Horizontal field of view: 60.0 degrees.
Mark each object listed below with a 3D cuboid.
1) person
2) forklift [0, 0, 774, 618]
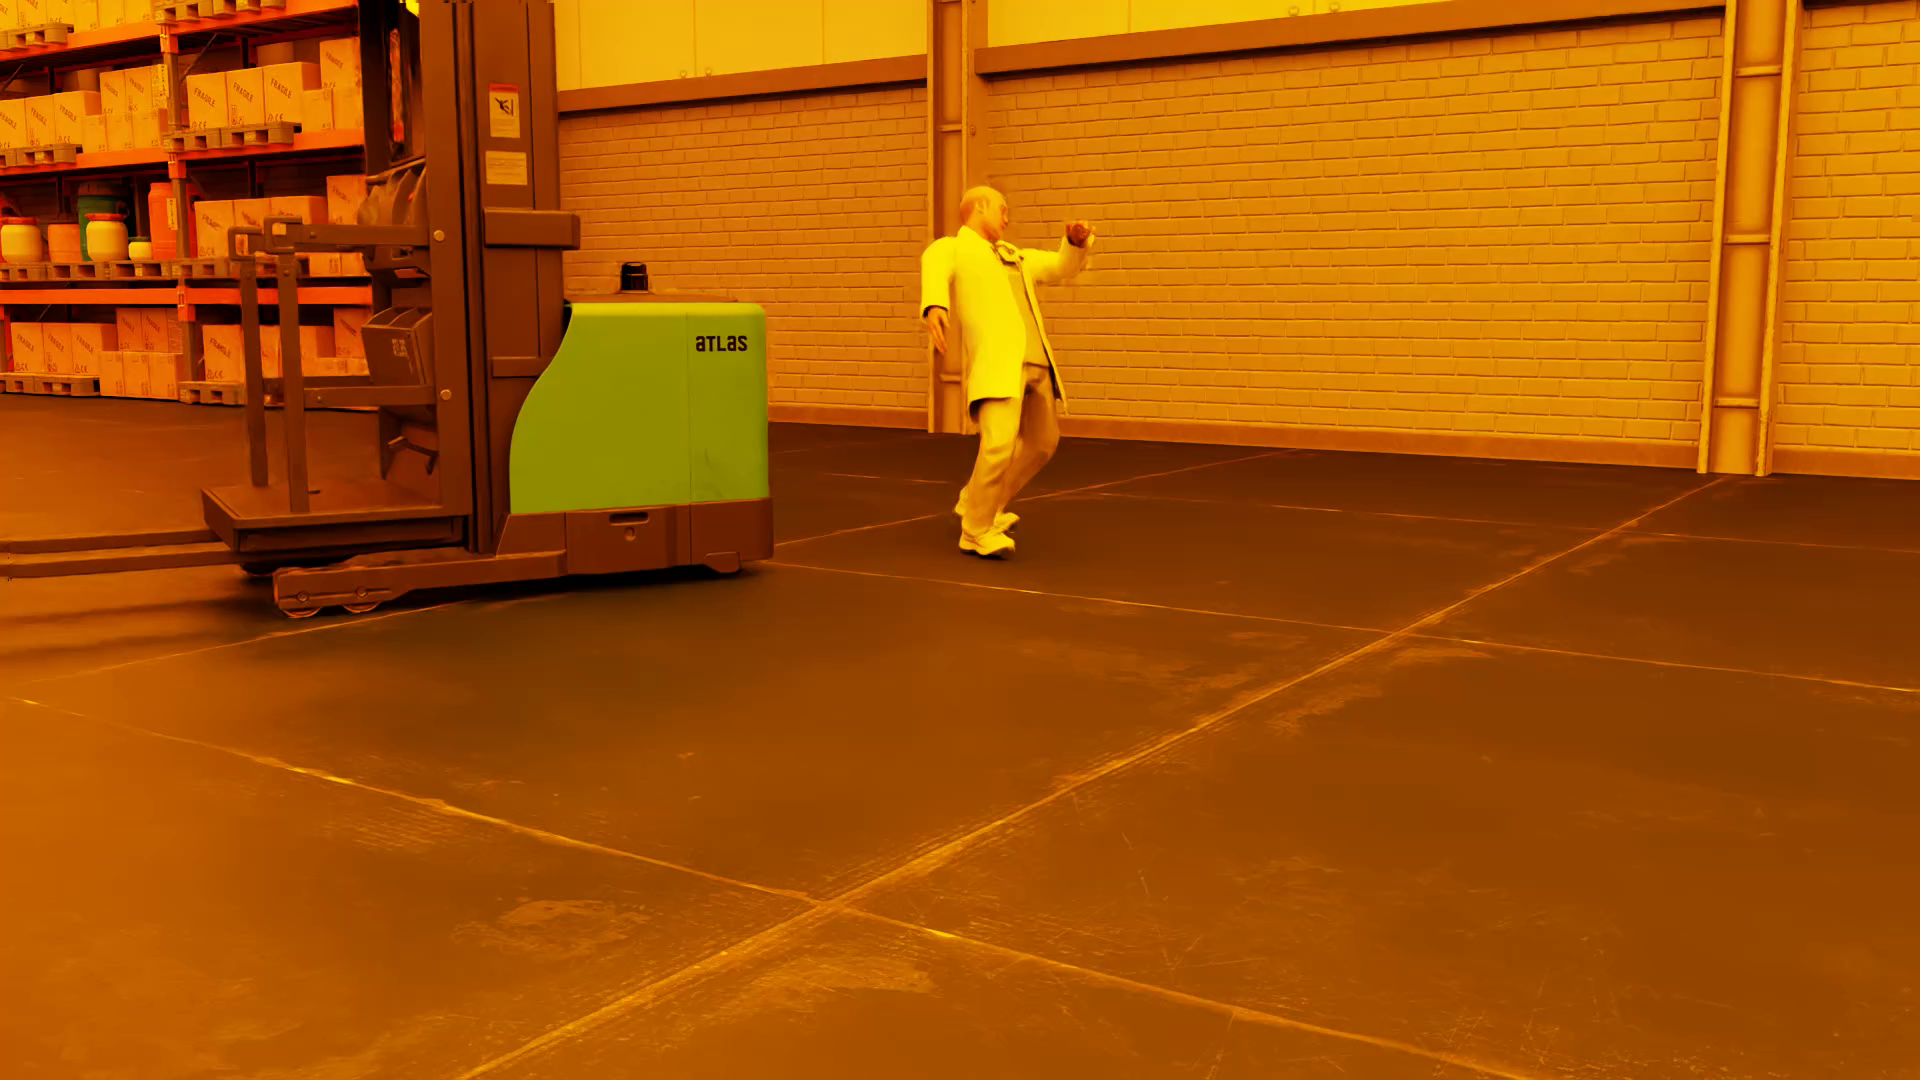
[{"bbox_3d":[0.140,-0.733,7.094,0.896,1.570,0.970,5,10,32],"label":"person"},{"bbox_3d":[-2.280,-1.267,6.100,3.031,2.935,1.130,-5,9,-30],"label":"forklift"}]
